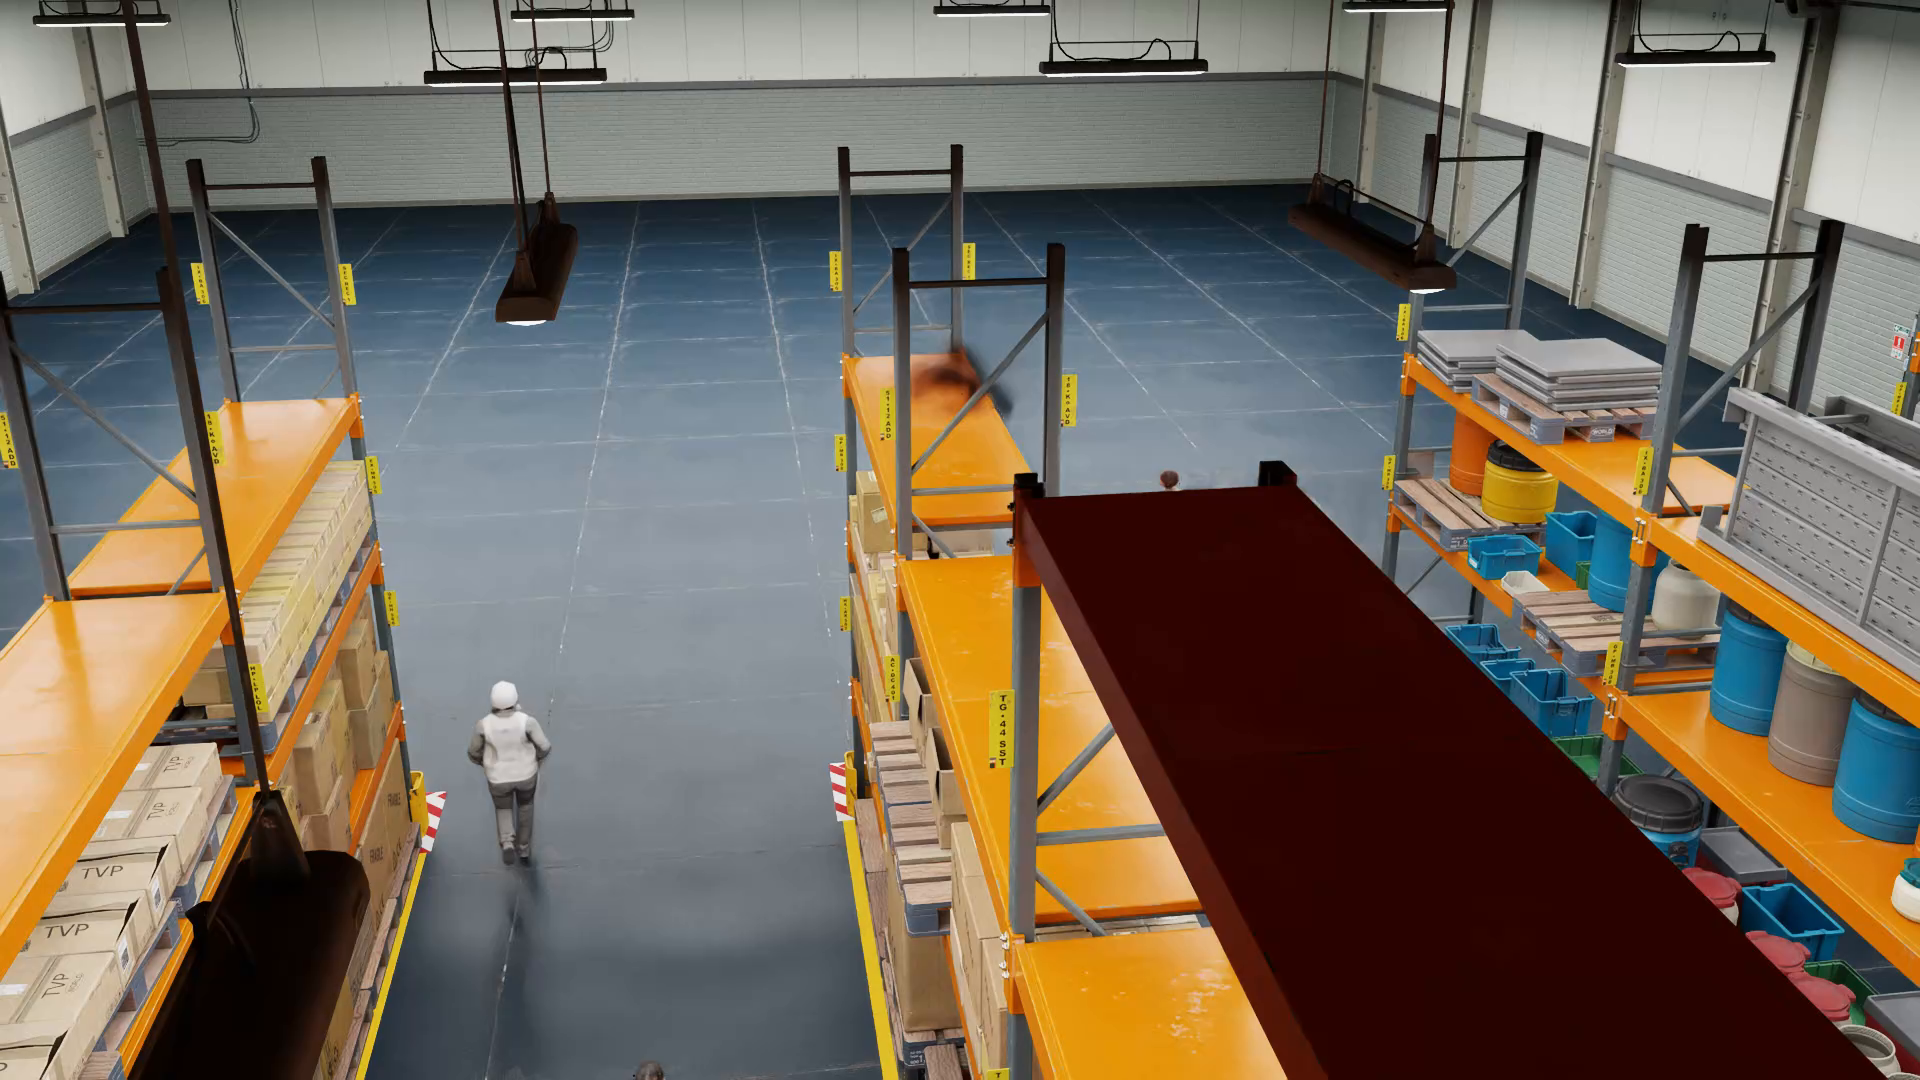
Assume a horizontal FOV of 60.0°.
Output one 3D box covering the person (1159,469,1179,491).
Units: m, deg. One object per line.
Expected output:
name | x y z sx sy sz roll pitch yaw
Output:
person | 2.406 -0.114 19.776 0.596 1.562 0.515 4 22 9

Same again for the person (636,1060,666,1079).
person | -1.785 3.806 9.844 0.594 1.666 0.839 -7 23 -18

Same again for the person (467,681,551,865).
person | -3.831 2.004 14.226 0.688 1.726 0.669 -5 22 -11
